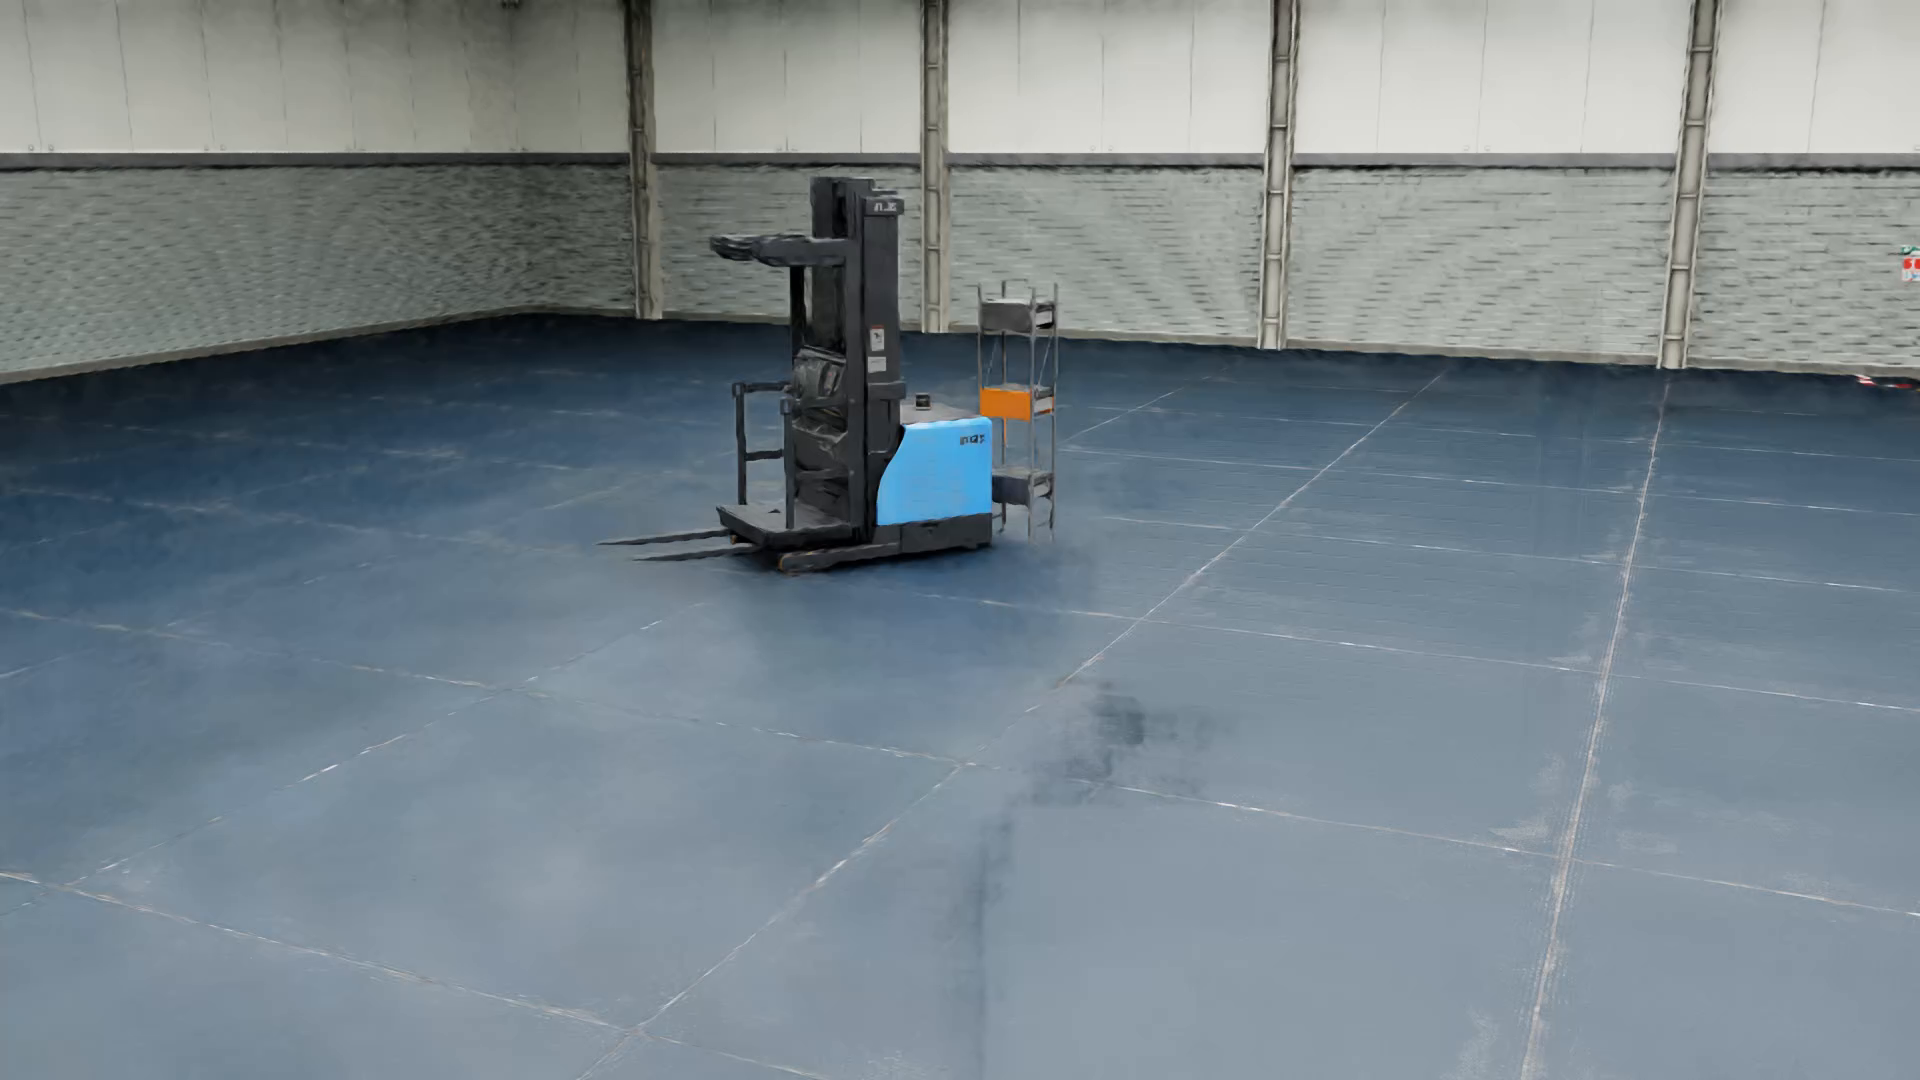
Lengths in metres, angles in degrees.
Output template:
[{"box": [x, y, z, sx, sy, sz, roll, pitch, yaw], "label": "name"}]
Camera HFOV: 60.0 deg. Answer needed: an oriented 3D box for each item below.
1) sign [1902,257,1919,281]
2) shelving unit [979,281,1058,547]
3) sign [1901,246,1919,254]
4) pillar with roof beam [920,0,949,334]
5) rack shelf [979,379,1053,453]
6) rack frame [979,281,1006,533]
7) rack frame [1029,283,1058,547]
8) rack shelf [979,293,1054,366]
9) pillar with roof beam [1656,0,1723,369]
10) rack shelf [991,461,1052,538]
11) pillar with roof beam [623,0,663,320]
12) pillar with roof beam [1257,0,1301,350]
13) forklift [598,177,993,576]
[{"box": [13.319, -3.788, 23.253, 0.234, 0.329, 0.001, 6, 14, 23], "label": "sign"}, {"box": [0.471, -1.033, 13.563, 0.503, 2.100, 0.431, 8, 16, 32], "label": "shelving unit"}, {"box": [13.320, -4.044, 23.183, 0.331, 0.109, 0.001, 6, 14, 23], "label": "sign"}, {"box": [-2.174, -7.148, 24.519, 0.400, 9.000, 9.100, 6, 14, 23], "label": "pillar with roof beam"}, {"box": [0.471, -1.020, 13.566, 0.480, 0.518, 0.431, 8, 16, 32], "label": "rack shelf"}, {"box": [0.265, -1.063, 13.690, 0.015, 2.100, 0.400, 8, 16, 32], "label": "rack frame"}, {"box": [0.676, -1.004, 13.435, 0.015, 2.100, 0.400, 8, 16, 32], "label": "rack frame"}, {"box": [0.471, -1.702, 13.406, 0.480, 0.518, 0.431, 8, 16, 32], "label": "rack shelf"}, {"box": [8.797, -6.038, 19.787, 0.400, 9.000, 9.100, 6, 14, 23], "label": "pillar with roof beam"}, {"box": [0.471, -0.339, 13.726, 0.480, 0.518, 0.431, 8, 16, 32], "label": "rack shelf"}, {"box": [-7.660, -7.703, 26.885, 0.400, 9.000, 9.100, 6, 14, 23], "label": "pillar with roof beam"}, {"box": [3.312, -6.593, 22.153, 0.400, 9.000, 9.100, 6, 14, 23], "label": "pillar with roof beam"}, {"box": [-1.279, -1.289, 12.830, 3.031, 2.935, 1.130, -7, 15, -28], "label": "forklift"}]
